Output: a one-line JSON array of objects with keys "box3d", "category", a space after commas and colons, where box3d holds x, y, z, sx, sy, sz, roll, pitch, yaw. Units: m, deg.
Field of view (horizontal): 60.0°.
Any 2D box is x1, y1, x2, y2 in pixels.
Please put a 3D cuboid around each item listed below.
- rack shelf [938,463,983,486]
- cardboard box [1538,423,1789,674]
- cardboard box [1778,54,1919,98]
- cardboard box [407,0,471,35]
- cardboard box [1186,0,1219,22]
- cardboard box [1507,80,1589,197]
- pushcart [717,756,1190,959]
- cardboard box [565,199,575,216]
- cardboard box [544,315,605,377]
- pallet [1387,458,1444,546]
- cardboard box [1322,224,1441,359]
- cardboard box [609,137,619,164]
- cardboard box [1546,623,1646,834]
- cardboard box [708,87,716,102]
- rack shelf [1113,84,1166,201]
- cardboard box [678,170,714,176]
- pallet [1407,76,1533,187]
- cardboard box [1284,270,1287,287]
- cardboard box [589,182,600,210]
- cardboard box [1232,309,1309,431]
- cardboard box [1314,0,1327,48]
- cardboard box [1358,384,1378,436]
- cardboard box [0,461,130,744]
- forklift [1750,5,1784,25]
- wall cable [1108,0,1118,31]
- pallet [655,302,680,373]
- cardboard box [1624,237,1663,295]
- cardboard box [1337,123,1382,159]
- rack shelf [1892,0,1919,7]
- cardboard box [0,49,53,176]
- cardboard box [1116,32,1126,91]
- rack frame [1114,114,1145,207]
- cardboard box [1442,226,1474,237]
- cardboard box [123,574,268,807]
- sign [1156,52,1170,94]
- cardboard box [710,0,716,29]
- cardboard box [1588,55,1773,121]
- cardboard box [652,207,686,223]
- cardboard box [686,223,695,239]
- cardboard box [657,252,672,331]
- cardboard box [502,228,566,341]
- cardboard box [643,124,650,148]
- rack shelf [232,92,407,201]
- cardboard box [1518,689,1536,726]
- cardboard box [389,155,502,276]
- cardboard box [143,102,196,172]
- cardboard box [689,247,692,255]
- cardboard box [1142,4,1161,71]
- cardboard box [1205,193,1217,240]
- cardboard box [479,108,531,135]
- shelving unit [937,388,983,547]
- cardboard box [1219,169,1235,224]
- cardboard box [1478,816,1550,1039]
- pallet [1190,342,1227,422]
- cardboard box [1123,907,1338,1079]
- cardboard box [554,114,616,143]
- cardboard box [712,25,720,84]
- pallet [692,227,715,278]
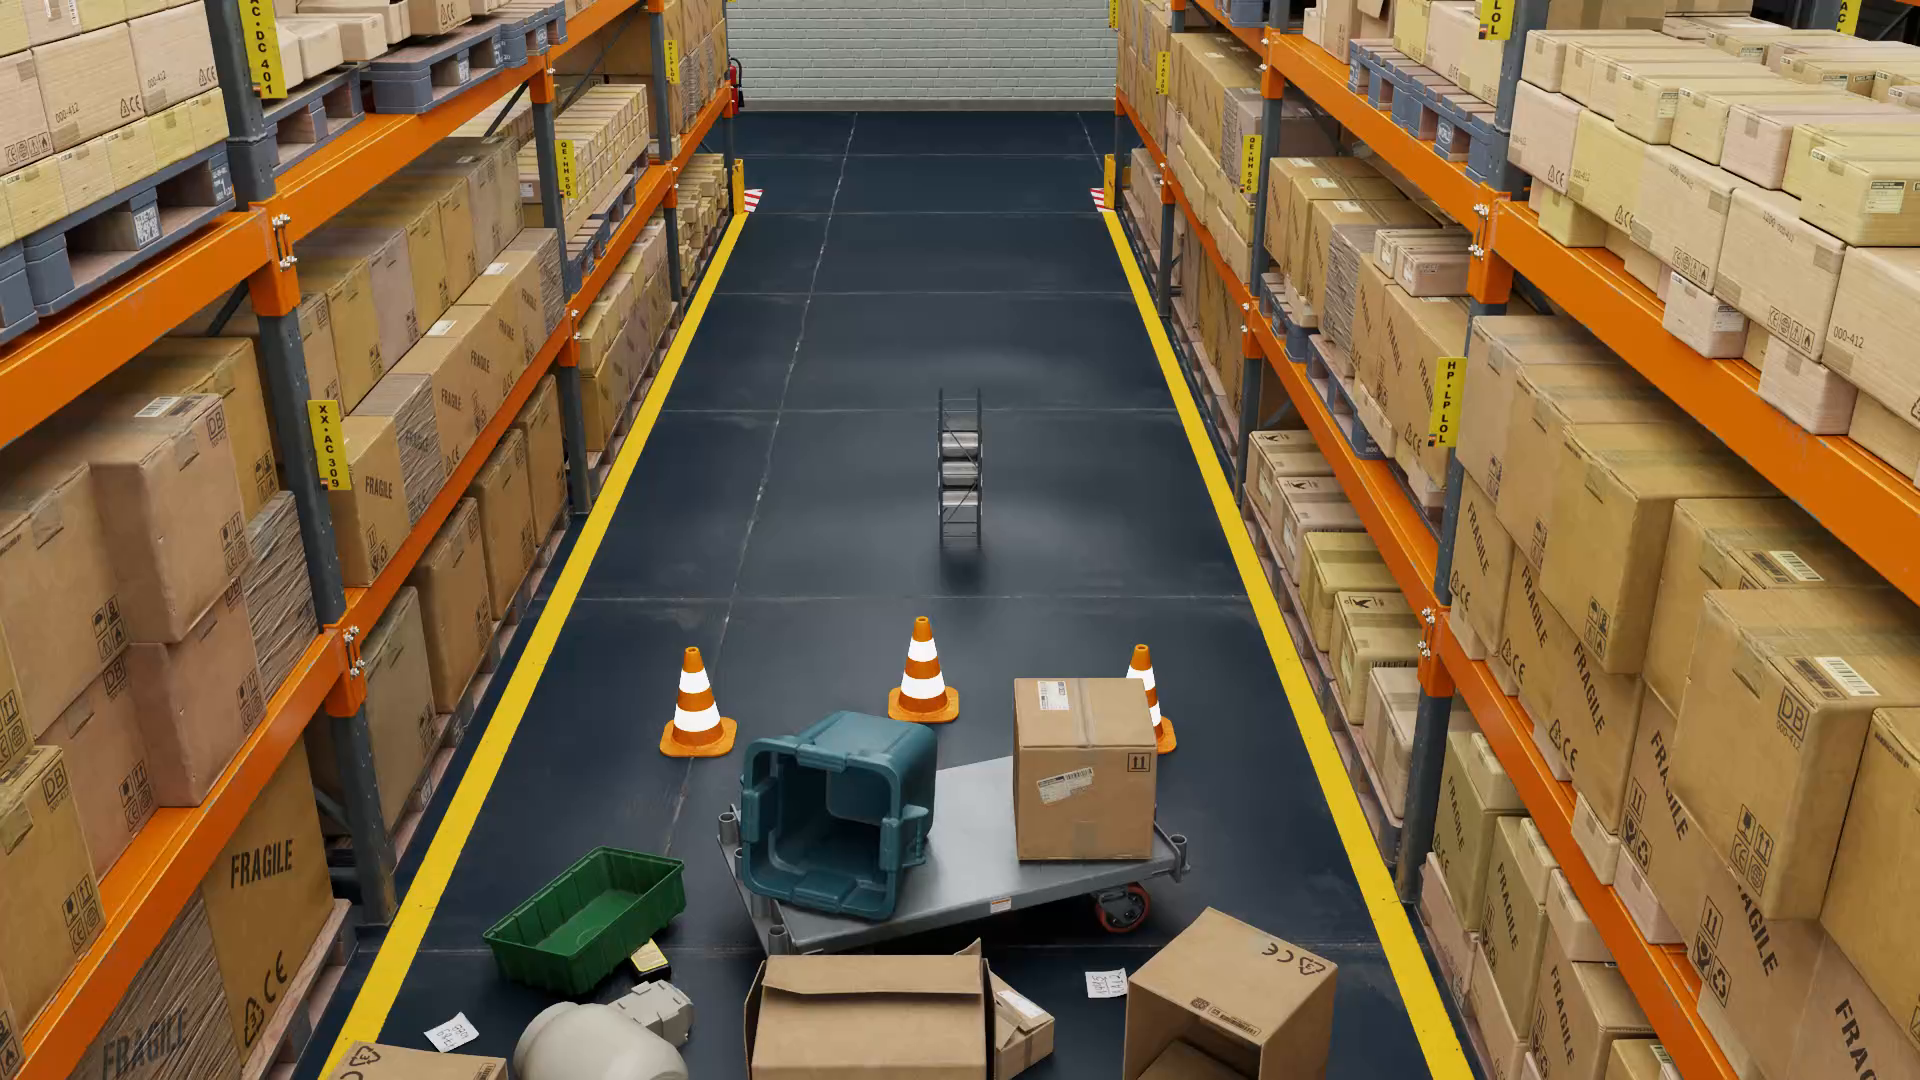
[{"box3d": [0.000, -0.383, 9.586, 0.258, 0.077, 0.200, 0, 24, -1], "category": "rack shelf"}, {"box3d": [1.992, 0.011, 4.389, 0.700, 0.500, 0.500, -1, 24, -2], "category": "cardboard box"}, {"box3d": [2.456, -1.223, 4.512, 0.380, 0.149, 0.250, 0, 24, 1], "category": "cardboard box"}, {"box3d": [-2.452, -2.470, 7.180, 0.500, 0.500, 0.500, 0, 24, -1], "category": "cardboard box"}, {"box3d": [1.939, -4.280, 13.451, 0.380, 0.149, 0.250, 0, 24, 1], "category": "cardboard box"}, {"box3d": [1.973, -1.203, 4.951, 0.500, 0.250, 0.500, -1, 24, -2], "category": "cardboard box"}, {"box3d": [-0.038, 1.274, 6.476, 1.648, 0.377, 0.936, -9, 26, -19], "category": "pushcart"}, {"box3d": [-2.560, -2.061, 10.100, 0.380, 0.149, 0.250, 1, 24, 2], "category": "cardboard box"}, {"box3d": [-2.516, -1.216, 10.411, 0.500, 0.250, 0.500, -1, 24, -3], "category": "cardboard box"}, {"box3d": [2.379, -0.180, 6.741, 1.003, 0.211, 1.213, 0, 24, -1], "category": "pallet"}, {"box3d": [1.994, -1.146, 7.653, 0.500, 0.500, 0.500, -1, 24, -3], "category": "cardboard box"}, {"box3d": [-2.574, -2.691, 11.493, 0.380, 0.149, 0.250, 0, 24, 0], "category": "cardboard box"}, {"box3d": [1.989, 0.463, 4.603, 0.500, 0.500, 0.500, 0, 24, -1], "category": "cardboard box"}, {"box3d": [-2.543, -4.274, 15.865, 0.380, 0.149, 0.250, 0, 24, 1], "category": "cardboard box"}, {"box3d": [2.133, -3.745, 15.263, 1.077, 0.370, 4.000, 0, 24, -1], "category": "rack shelf"}, {"box3d": [-2.564, -3.462, 15.993, 0.380, 0.149, 0.250, -1, 24, -3], "category": "cardboard box"}, {"box3d": [2.341, -1.488, 5.988, 1.213, 0.211, 1.003, 0, 24, -1], "category": "pallet"}, {"box3d": [1.985, -1.426, 9.057, 0.380, 0.149, 0.250, -2, 24, -4], "category": "cardboard box"}, {"box3d": [-2.570, -2.241, 10.860, 0.380, 0.149, 0.250, 1, 24, 1], "category": "cardboard box"}, {"box3d": [2.274, -1.108, 10.629, 0.875, 0.875, 0.875, 0, 24, -1], "category": "cardboard box"}, {"box3d": [2.034, -2.670, 8.536, 0.396, 0.266, 0.258, 0, 24, -1], "category": "cardboard box"}, {"box3d": [1.930, -0.559, 7.142, 0.380, 0.149, 0.250, 0, 24, 0], "category": "cardboard box"}, {"box3d": [-2.747, 0.153, 4.279, 0.875, 0.550, 0.550, 0, 24, -1], "category": "cardboard box"}, {"box3d": [4.753, -1.793, 10.234, 1.129, 2.867, 3.031, -1, 24, -1], "category": "forklift"}, {"box3d": [2.026, -7.697, 21.858, 0.585, 1.953, 0.123, 0, 24, -1], "category": "wall cable"}, {"box3d": [-2.784, -1.593, 13.016, 1.003, 0.211, 1.213, 0, 24, -1], "category": "pallet"}, {"box3d": [2.023, -0.761, 4.459, 0.380, 0.149, 0.250, 0, 24, 1], "category": "cardboard box"}, {"box3d": [2.437, -2.306, 9.873, 0.500, 0.500, 0.500, -1, 24, -2], "category": "cardboard box"}, {"box3d": [7.140, -3.487, 11.053, 1.077, 0.370, 4.000, 0, 24, -1], "category": "rack shelf"}, {"box3d": [-2.436, -0.943, 3.744, 0.500, 0.250, 0.500, 0, 24, -1], "category": "cardboard box"}, {"box3d": [1.829, -4.743, 16.476, 0.500, 0.500, 0.500, 0, 24, -1], "category": "cardboard box"}, {"box3d": [2.111, -4.897, 16.937, 1.000, 3.000, 0.127, 0, 24, -1], "category": "rack frame"}, {"box3d": [2.509, -1.141, 7.640, 0.500, 0.500, 0.500, -1, 24, -3], "category": "cardboard box"}, {"box3d": [-2.662, 0.422, 4.995, 0.875, 0.550, 0.550, 0, 24, -1], "category": "cardboard box"}, {"box3d": [1.599, -3.676, 13.091, 0.100, 0.325, 0.005, 0, 24, -1], "category": "sign"}, {"box3d": [-2.579, -5.073, 15.631, 0.500, 0.500, 0.500, -1, 24, -2], "category": "cardboard box"}, {"box3d": [1.945, -1.220, 4.505, 0.380, 0.149, 0.250, -1, 24, -2], "category": "cardboard box"}, {"box3d": [-2.612, -2.816, 14.564, 0.380, 0.149, 0.250, -1, 24, -2], "category": "cardboard box"}, {"box3d": [-2.589, -2.792, 14.872, 0.380, 0.149, 0.250, 1, 24, 2], "category": "cardboard box"}, {"box3d": [-2.534, -1.933, 12.908, 0.500, 0.500, 0.500, -1, 24, -2], "category": "cardboard box"}, {"box3d": [-2.477, -1.397, 9.078, 0.500, 0.500, 0.500, 0, 24, -1], "category": "cardboard box"}, {"box3d": [-2.592, -3.099, 12.756, 0.380, 0.149, 0.250, -1, 24, -2], "category": "cardboard box"}, {"box3d": [-2.729, -1.873, 7.160, 0.919, 0.052, 3.809, 0, 24, -1], "category": "rack shelf"}, {"box3d": [2.012, 0.507, 5.294, 0.380, 0.149, 0.250, 0, 24, -1], "category": "cardboard box"}, {"box3d": [-2.749, -1.644, 8.410, 0.700, 0.500, 0.500, -1, 24, -1], "category": "cardboard box"}, {"box3d": [-2.380, -1.125, 4.631, 0.380, 0.149, 0.250, 0, 24, 0], "category": "cardboard box"}, {"box3d": [-2.535, -2.440, 14.455, 0.380, 0.149, 0.250, 0, 24, -1], "category": "cardboard box"}, {"box3d": [1.861, -4.362, 14.419, 0.500, 0.500, 0.500, 0, 24, 0], "category": "cardboard box"}, {"box3d": [1.922, -2.157, 11.061, 0.500, 0.250, 0.500, 0, 24, -1], "category": "cardboard box"}, {"box3d": [-3.237, -2.939, 11.682, 0.380, 0.149, 0.250, 0, 24, -1], "category": "cardboard box"}, {"box3d": [0.000, -0.413, 9.572, 0.258, 0.900, 0.210, 0, 24, -1], "category": "shelving unit"}, {"box3d": [1.929, -2.169, 10.482, 0.500, 0.250, 0.500, -1, 24, -2], "category": "cardboard box"}, {"box3d": [1.996, 1.233, 5.301, 0.500, 0.500, 0.500, 1, 24, 2], "category": "cardboard box"}, {"box3d": [2.254, -1.156, 12.050, 1.003, 0.211, 1.213, 0, 24, -1], "category": "pallet"}, {"box3d": [0.893, 1.634, 5.528, 0.500, 0.500, 0.500, 19, 30, 35], "category": "cardboard box"}, {"box3d": [-2.581, -2.831, 11.442, 0.380, 0.149, 0.250, -1, 24, -3], "category": "cardboard box"}, {"box3d": [-2.575, -4.618, 15.837, 0.500, 0.500, 0.500, -1, 24, -1], "category": "cardboard box"}, {"box3d": [-2.853, -2.695, 15.452, 1.003, 0.211, 1.213, 0, 24, -1], "category": "pallet"}]
